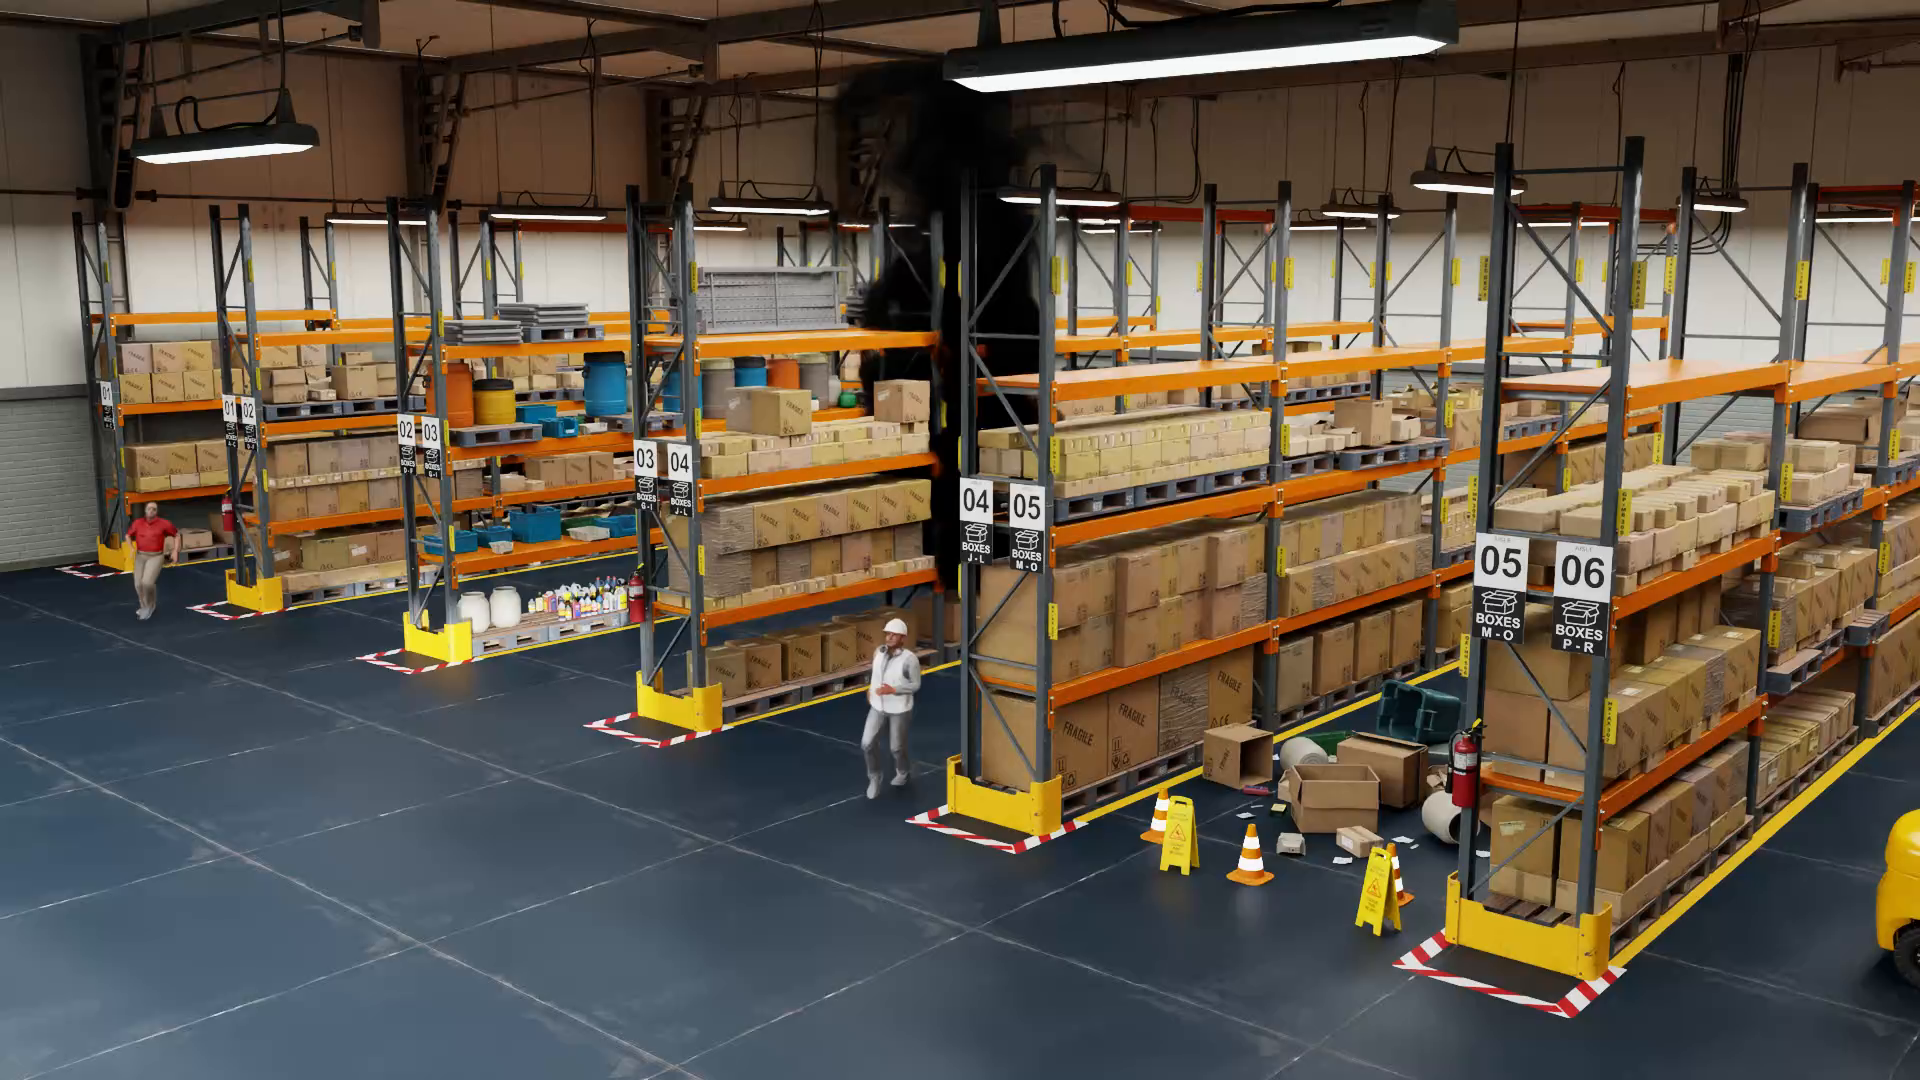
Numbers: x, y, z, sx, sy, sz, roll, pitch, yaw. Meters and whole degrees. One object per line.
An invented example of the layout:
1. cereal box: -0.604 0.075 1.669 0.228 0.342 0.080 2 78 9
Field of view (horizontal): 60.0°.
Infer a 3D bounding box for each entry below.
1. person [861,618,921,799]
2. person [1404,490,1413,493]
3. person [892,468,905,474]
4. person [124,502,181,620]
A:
1. person: -0.648 1.639 16.169 0.636 1.799 0.713 5 11 26
2. person: 6.788 0.130 25.193 0.854 1.782 0.700 -9 13 -43
3. person: -1.267 -1.113 32.896 0.624 1.786 0.972 7 12 36
4. person: -11.871 0.306 24.388 0.716 1.729 0.614 0 9 -3
